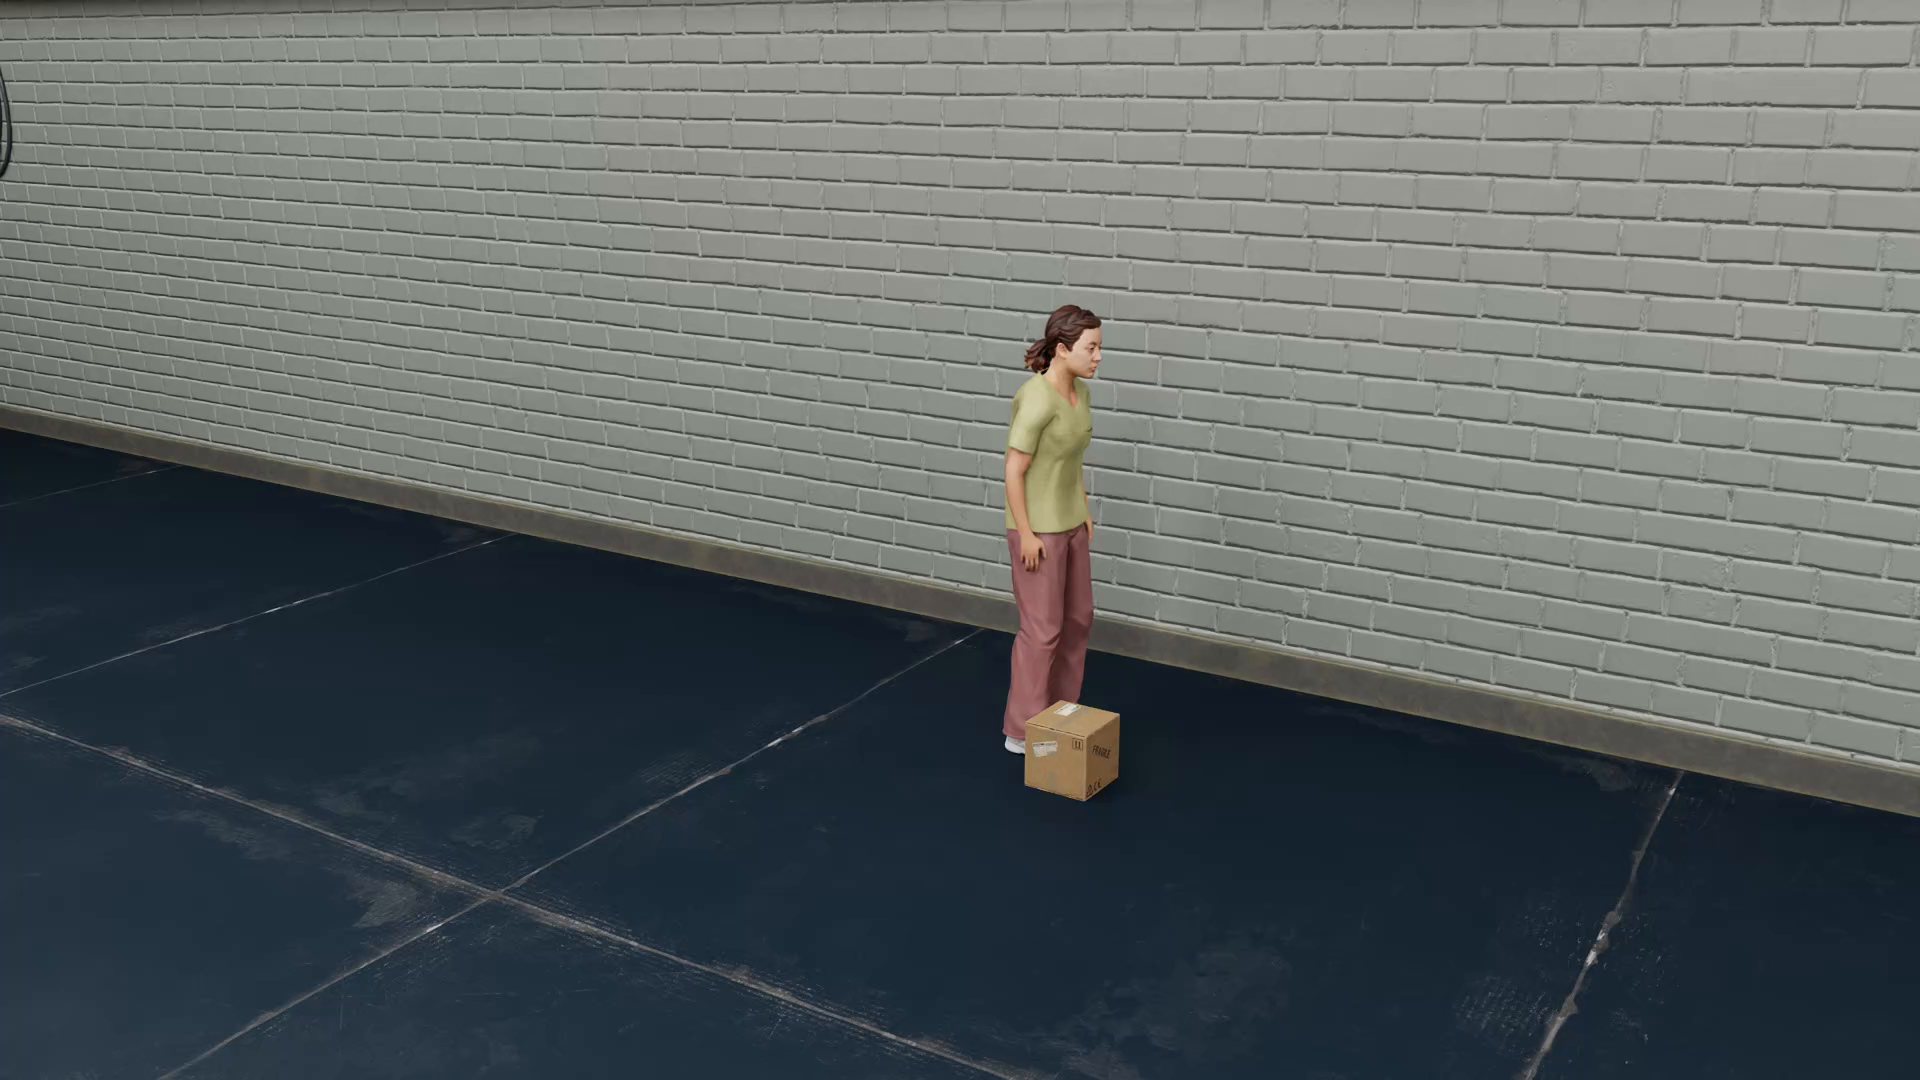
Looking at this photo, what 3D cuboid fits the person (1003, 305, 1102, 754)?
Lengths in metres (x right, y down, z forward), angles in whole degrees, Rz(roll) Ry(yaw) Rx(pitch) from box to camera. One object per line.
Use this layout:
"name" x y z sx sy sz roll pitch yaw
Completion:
"person" 0.355 -0.035 6.155 0.359 1.673 0.499 10 19 30
